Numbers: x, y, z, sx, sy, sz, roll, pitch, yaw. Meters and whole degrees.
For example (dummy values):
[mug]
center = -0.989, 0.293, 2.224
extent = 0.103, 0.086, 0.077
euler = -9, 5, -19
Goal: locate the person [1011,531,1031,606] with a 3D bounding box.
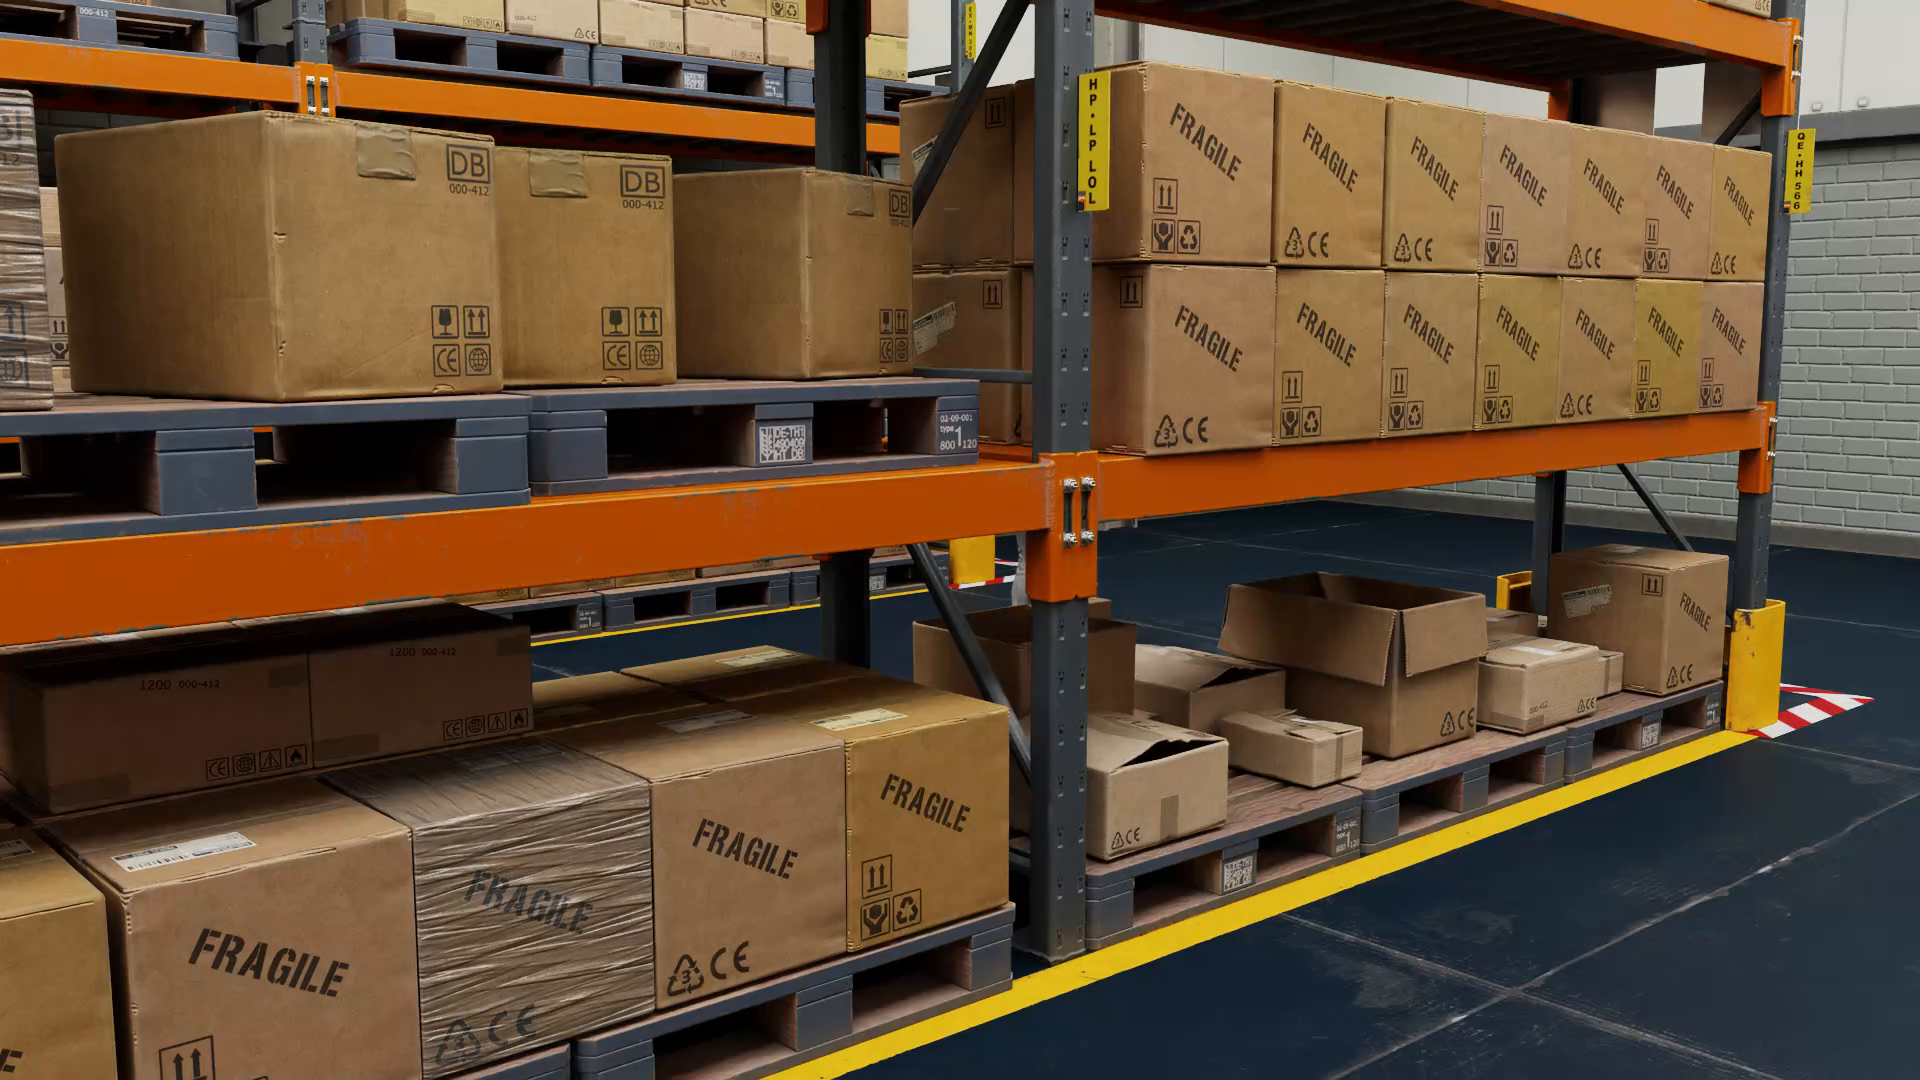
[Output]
[person]
center = 0.411, -0.253, 8.193
extent = 0.375, 1.662, 0.532
euler = -7, 10, -44
